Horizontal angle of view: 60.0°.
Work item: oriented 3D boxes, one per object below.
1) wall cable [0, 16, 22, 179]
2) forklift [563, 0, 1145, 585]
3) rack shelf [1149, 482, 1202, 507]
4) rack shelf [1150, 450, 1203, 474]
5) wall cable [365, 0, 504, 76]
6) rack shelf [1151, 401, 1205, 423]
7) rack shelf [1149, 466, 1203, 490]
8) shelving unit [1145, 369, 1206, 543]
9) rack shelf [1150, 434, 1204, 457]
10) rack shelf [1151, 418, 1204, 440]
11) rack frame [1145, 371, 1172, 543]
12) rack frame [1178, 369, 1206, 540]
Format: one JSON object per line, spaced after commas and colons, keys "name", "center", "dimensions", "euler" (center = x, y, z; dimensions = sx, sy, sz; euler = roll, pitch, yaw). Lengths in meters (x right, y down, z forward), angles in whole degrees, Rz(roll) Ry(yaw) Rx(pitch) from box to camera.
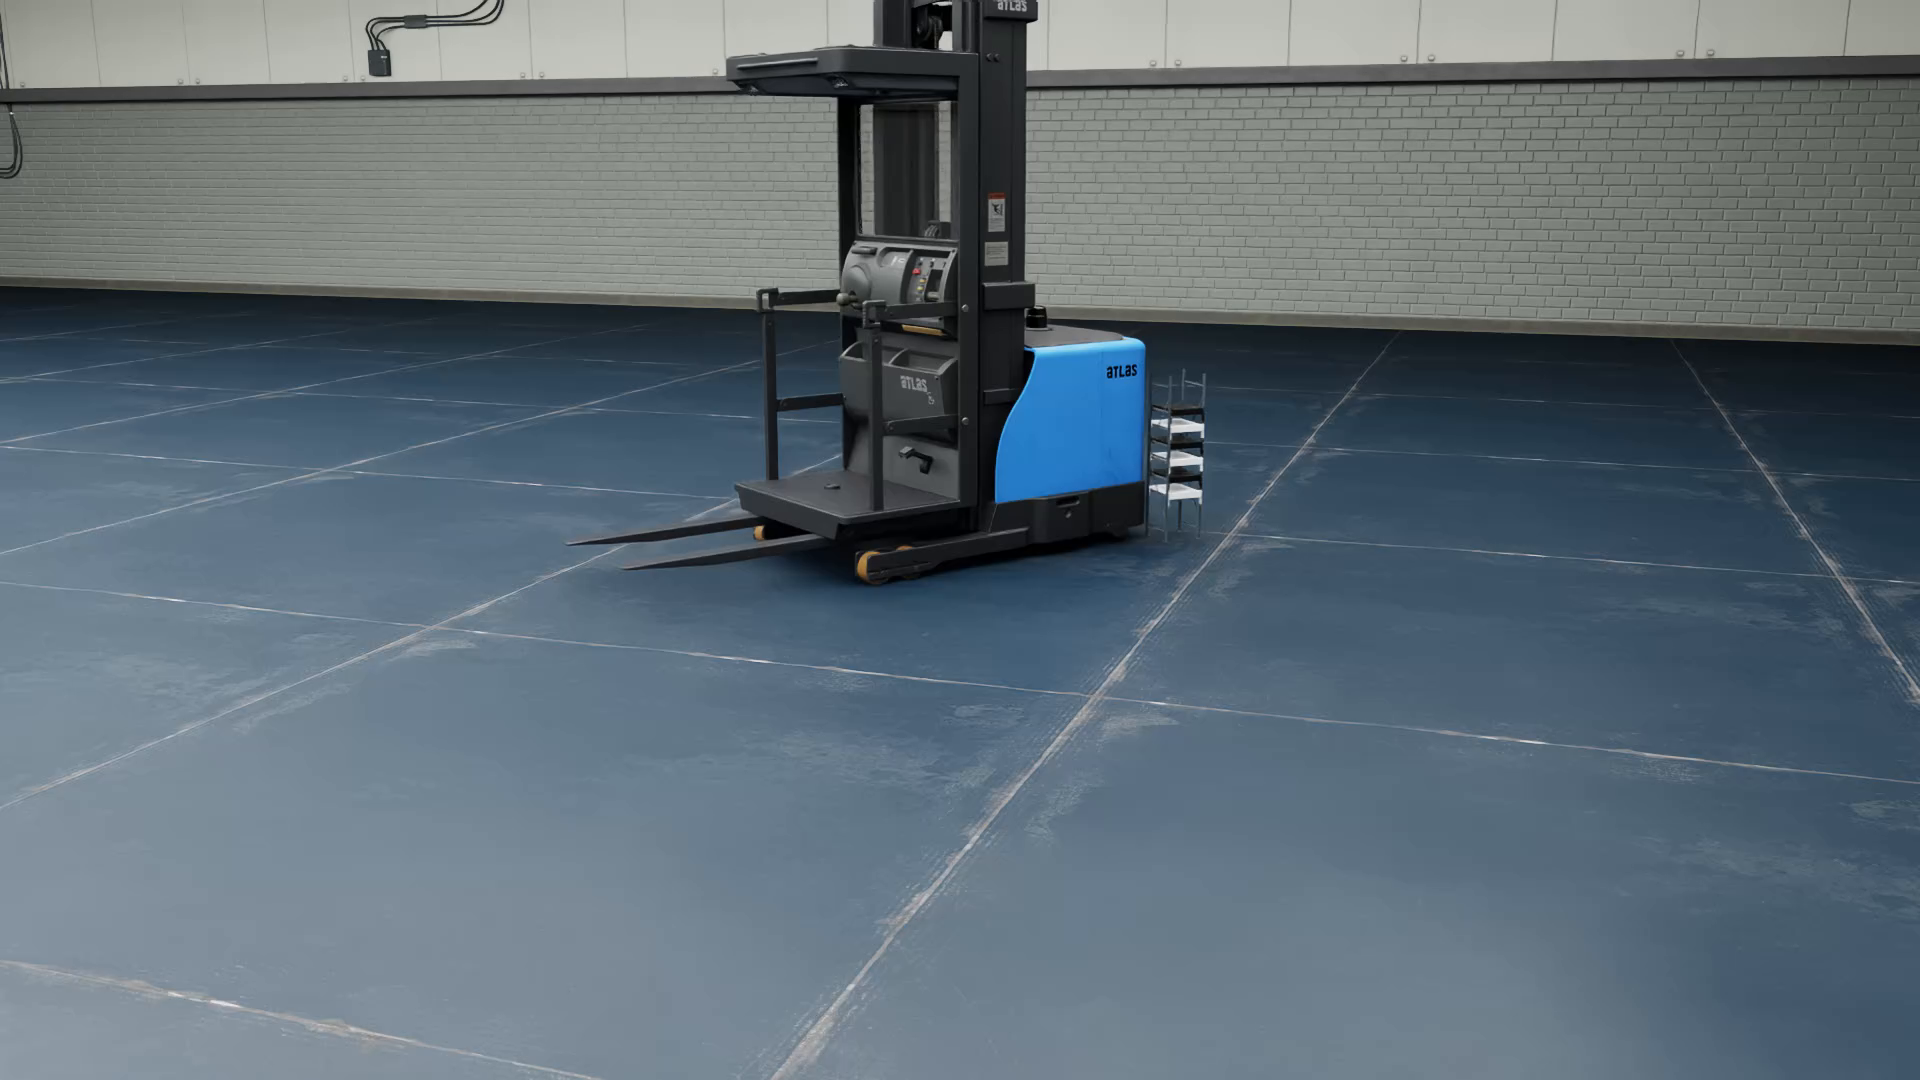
{"name": "wall cable", "center": [-16.407, -7.077, 26.749], "dimensions": [3.097, 2.526, 0.112], "euler": [4, 14, 18]}
{"name": "forklift", "center": [-0.483, -1.343, 8.285], "dimensions": [3.031, 2.935, 1.130], "euler": [-9, 16, -35]}
{"name": "rack shelf", "center": [1.159, -0.247, 9.006], "dimensions": [0.200, 0.077, 0.258], "euler": [-5, 14, -21]}
{"name": "rack shelf", "center": [1.159, -0.422, 8.966], "dimensions": [0.200, 0.077, 0.258], "euler": [-5, 14, -21]}
{"name": "wall cable", "center": [-7.430, -9.562, 23.016], "dimensions": [2.305, 6.003, 0.169], "euler": [4, 14, 18]}
{"name": "rack shelf", "center": [1.159, -0.686, 8.906], "dimensions": [0.200, 0.077, 0.258], "euler": [-5, 14, -21]}
{"name": "rack shelf", "center": [1.159, -0.335, 8.986], "dimensions": [0.200, 0.077, 0.258], "euler": [-5, 14, -21]}
{"name": "shelving unit", "center": [1.159, -0.455, 8.958], "dimensions": [0.210, 0.900, 0.258], "euler": [-5, 14, -21]}
{"name": "rack shelf", "center": [1.159, -0.510, 8.946], "dimensions": [0.200, 0.077, 0.258], "euler": [-5, 14, -21]}
{"name": "rack shelf", "center": [1.159, -0.598, 8.926], "dimensions": [0.200, 0.077, 0.258], "euler": [-5, 14, -21]}
{"name": "rack frame", "center": [1.065, -0.446, 8.921], "dimensions": [0.006, 0.900, 0.240], "euler": [-5, 14, -21]}
{"name": "rack frame", "center": [1.254, -0.463, 8.995], "dimensions": [0.006, 0.900, 0.240], "euler": [-5, 14, -21]}
